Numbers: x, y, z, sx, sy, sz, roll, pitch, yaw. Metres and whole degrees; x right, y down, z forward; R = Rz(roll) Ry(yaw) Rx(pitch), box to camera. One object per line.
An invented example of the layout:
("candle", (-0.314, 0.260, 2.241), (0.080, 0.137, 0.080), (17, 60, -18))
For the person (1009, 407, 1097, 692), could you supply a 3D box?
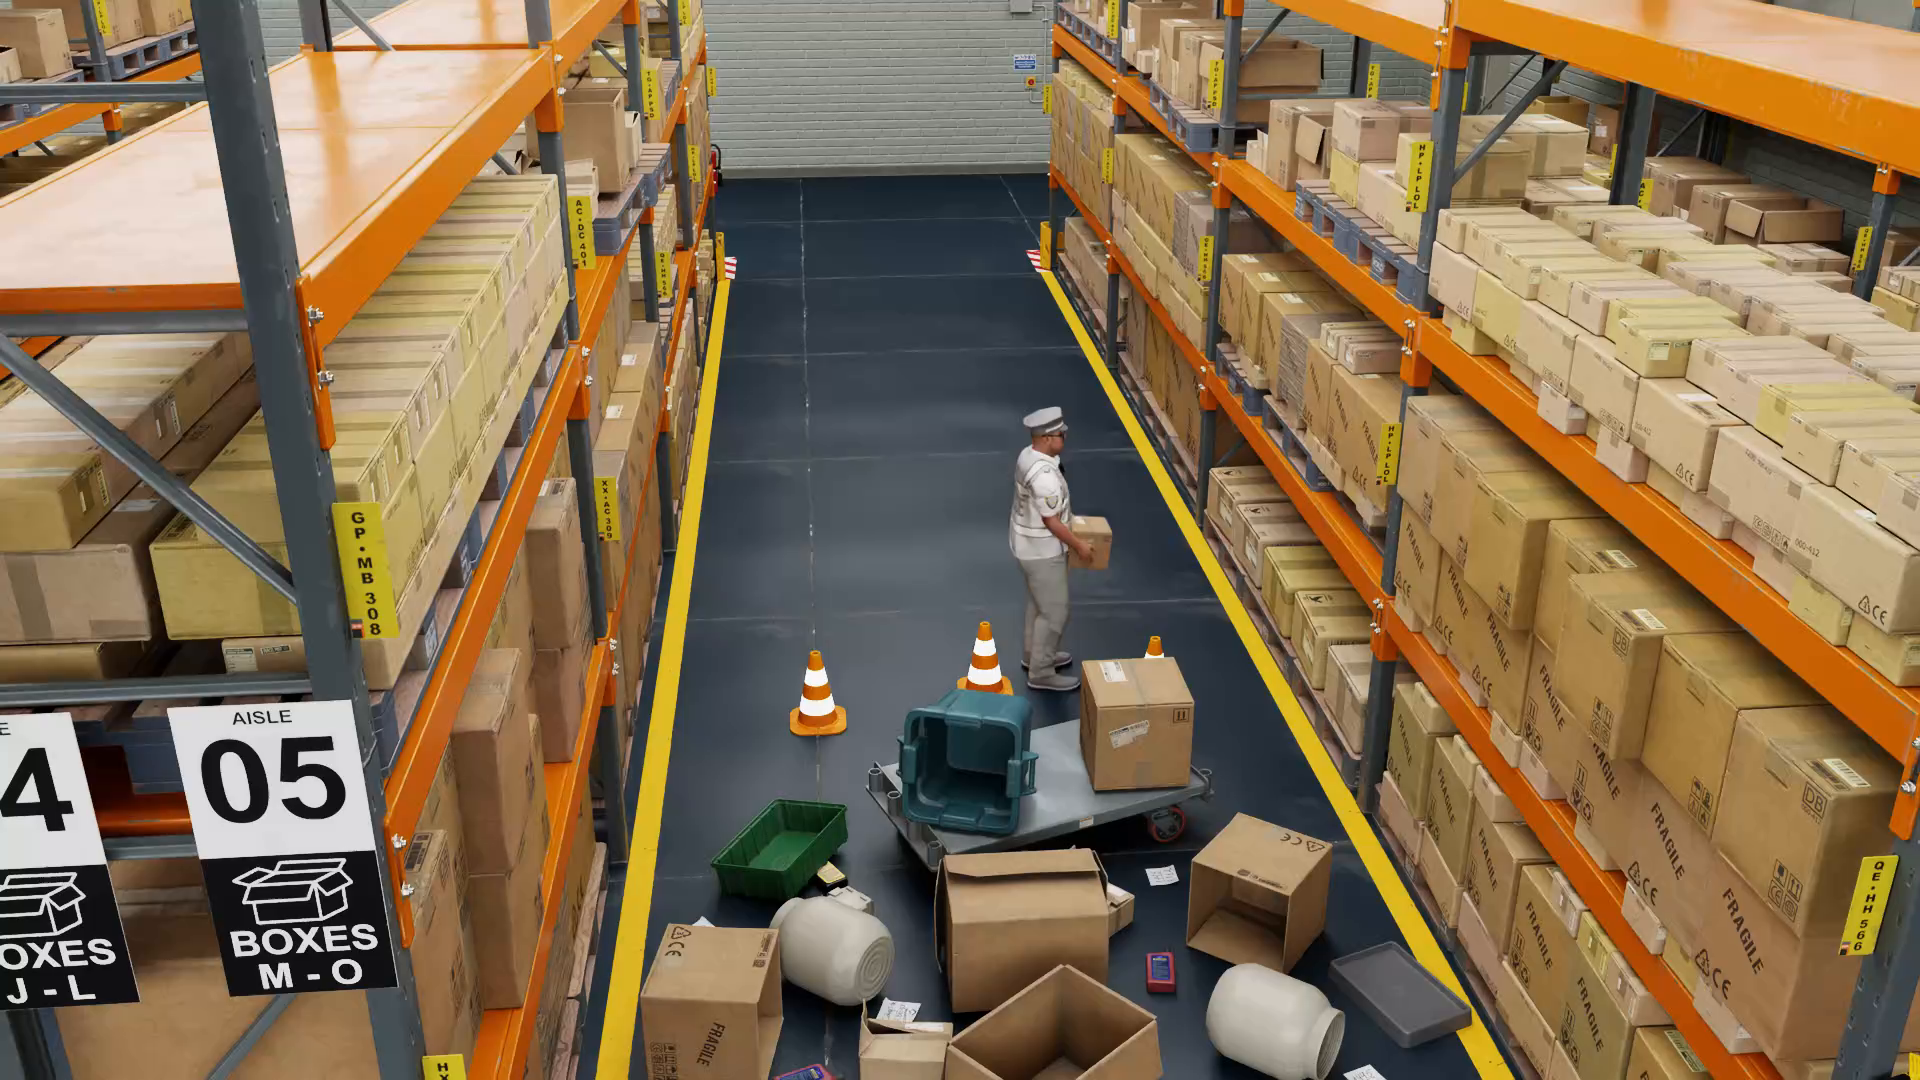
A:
("person", (0.567, 0.036, 10.204), (0.513, 1.772, 0.530), (-2, 24, -6))
